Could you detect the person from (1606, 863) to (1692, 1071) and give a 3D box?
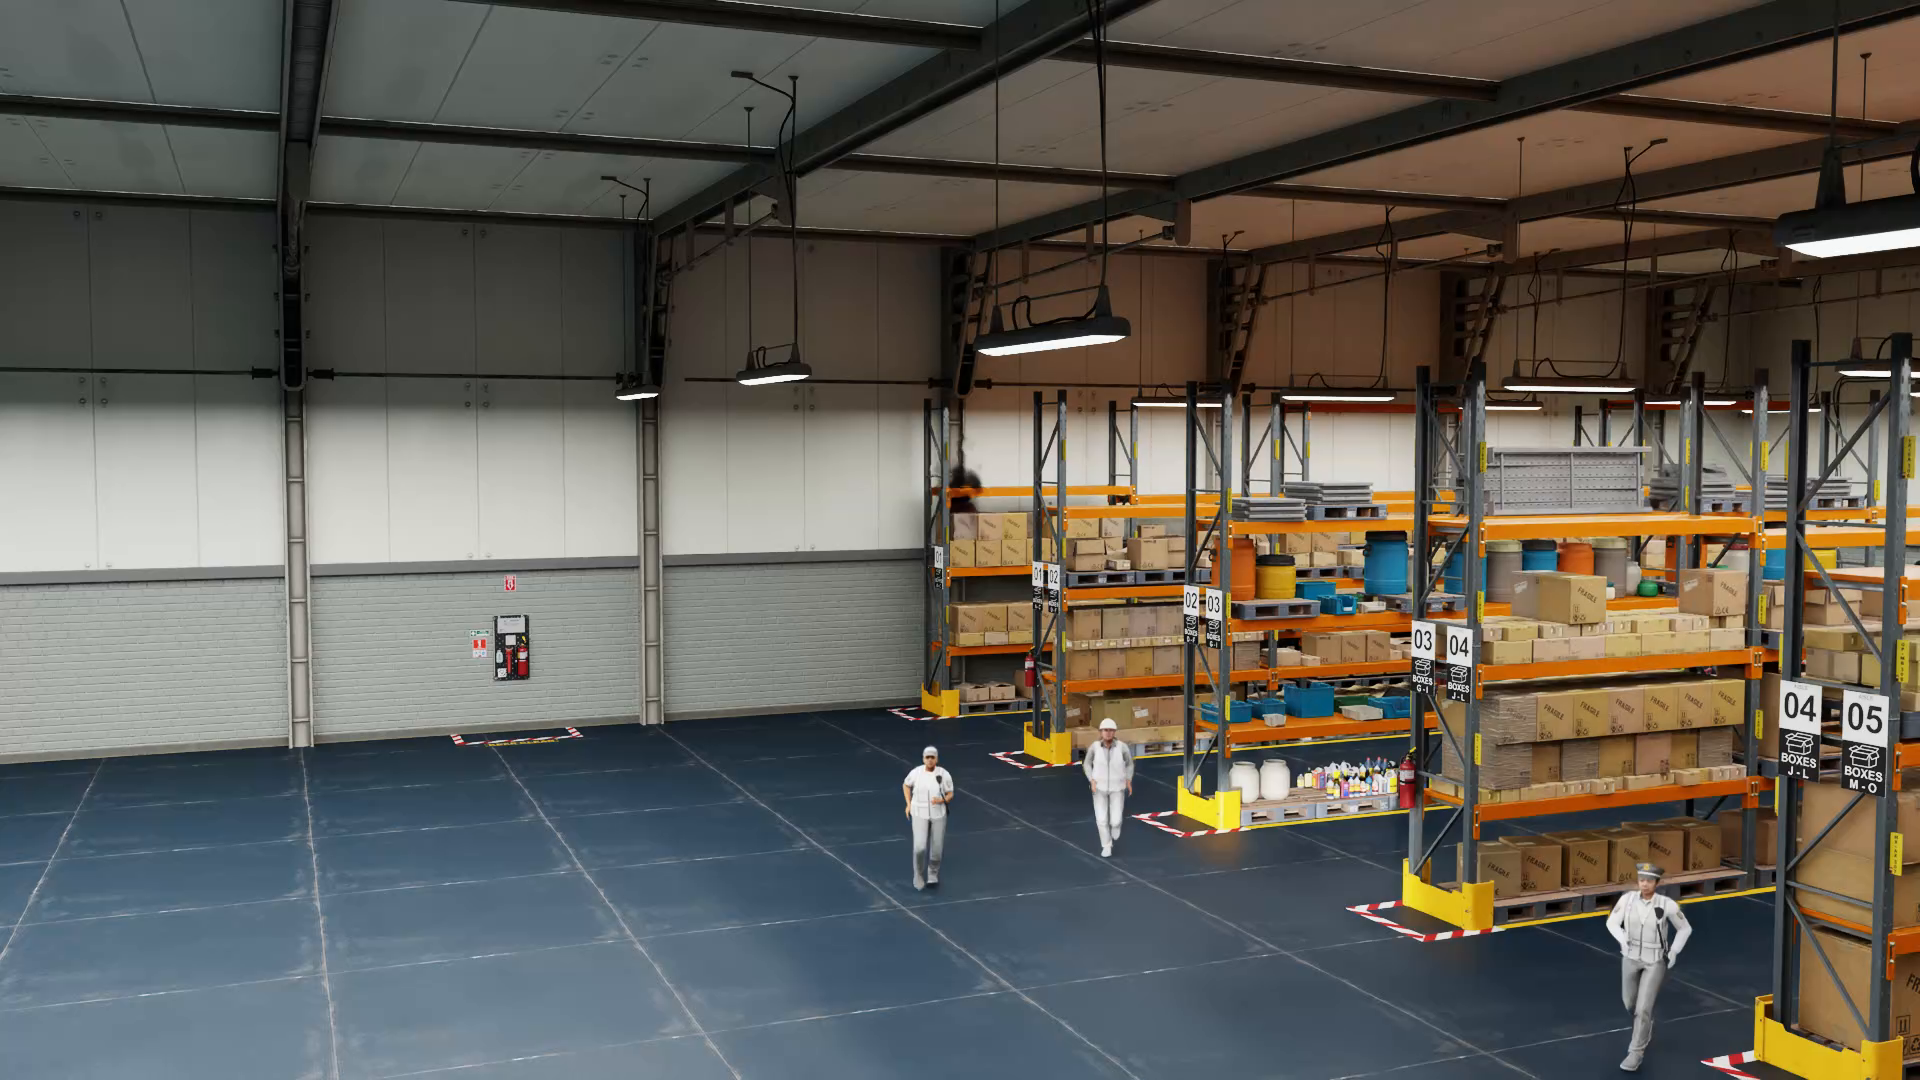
[{"bbox_3d":[5.714,3.496,13.846,0.637,1.680,0.798,3,4,39],"label":"person"}]

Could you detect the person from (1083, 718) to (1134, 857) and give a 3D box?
[{"bbox_3d":[1.866,3.083,20.880,0.644,1.721,0.619,0,3,5],"label":"person"}]

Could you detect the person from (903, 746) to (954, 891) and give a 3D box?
[{"bbox_3d":[-0.357,3.208,19.166,0.578,1.660,0.660,0,3,-4],"label":"person"}]
